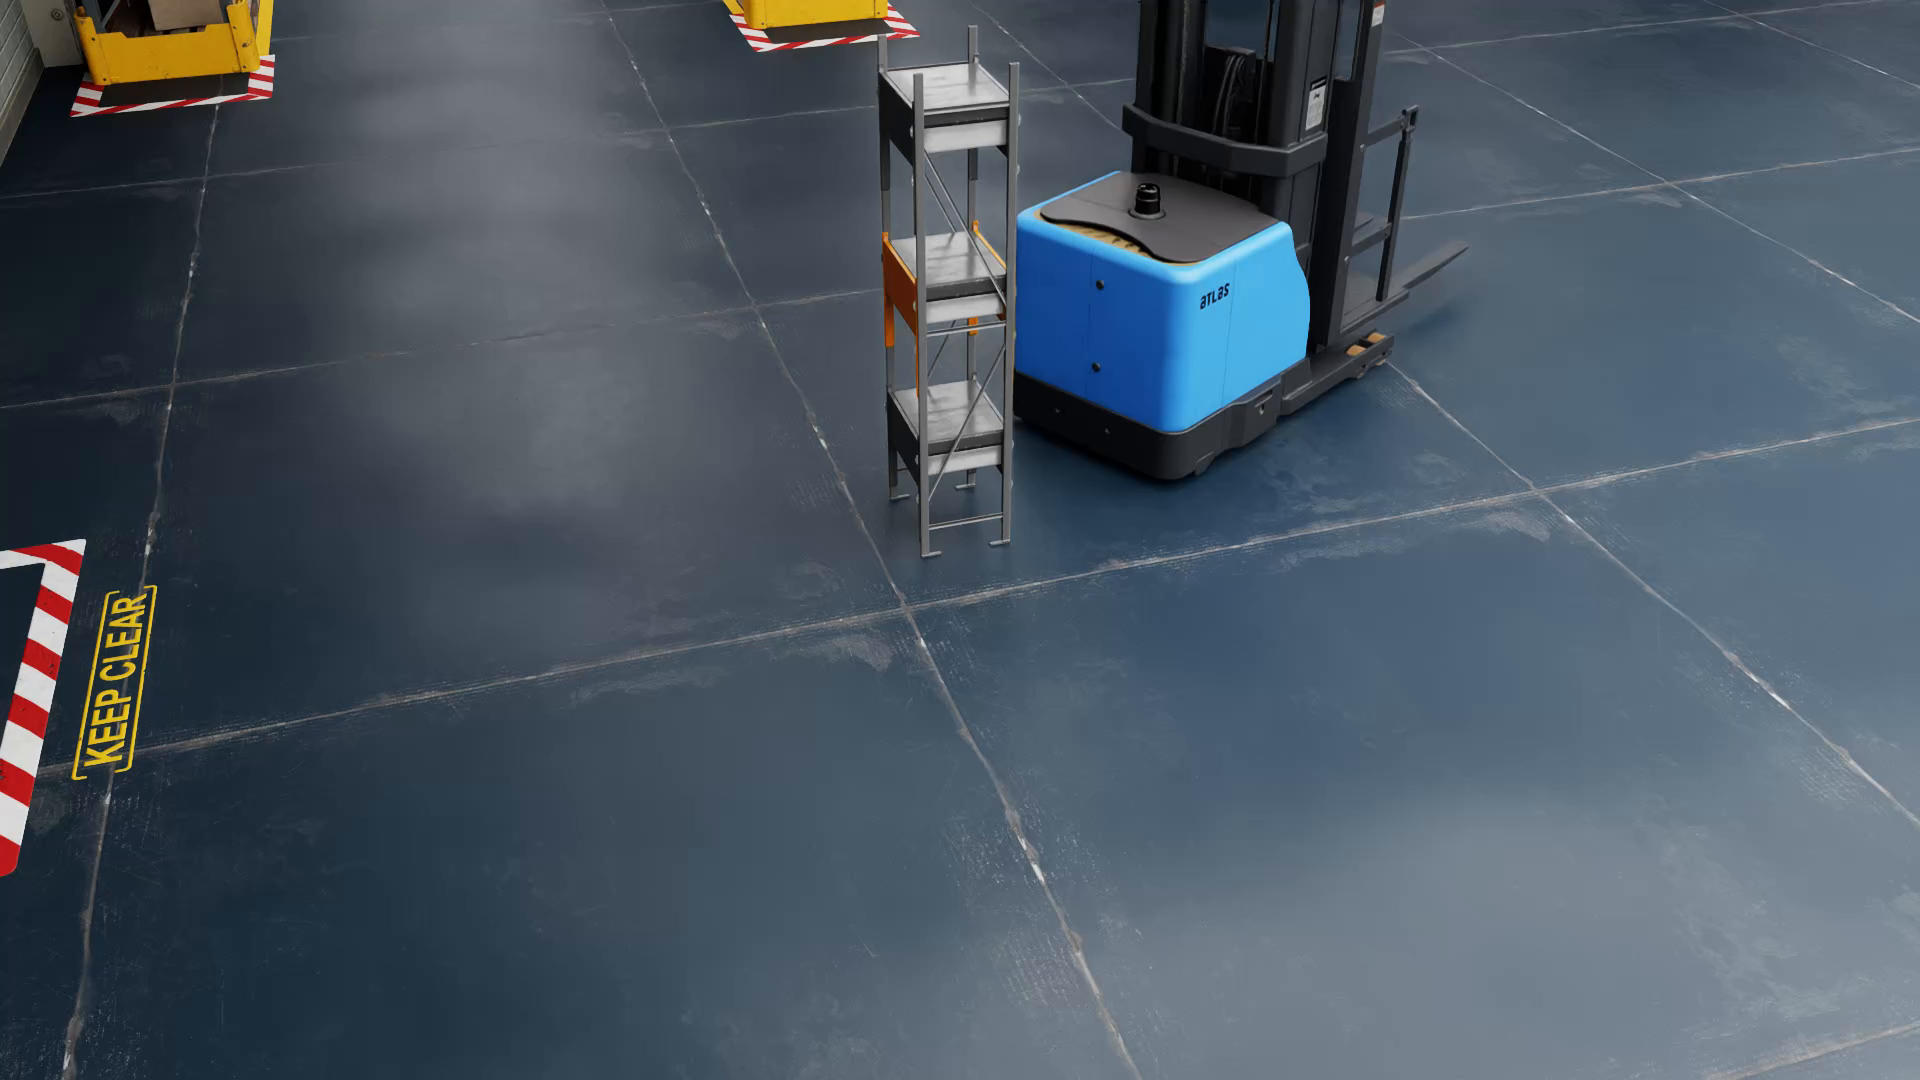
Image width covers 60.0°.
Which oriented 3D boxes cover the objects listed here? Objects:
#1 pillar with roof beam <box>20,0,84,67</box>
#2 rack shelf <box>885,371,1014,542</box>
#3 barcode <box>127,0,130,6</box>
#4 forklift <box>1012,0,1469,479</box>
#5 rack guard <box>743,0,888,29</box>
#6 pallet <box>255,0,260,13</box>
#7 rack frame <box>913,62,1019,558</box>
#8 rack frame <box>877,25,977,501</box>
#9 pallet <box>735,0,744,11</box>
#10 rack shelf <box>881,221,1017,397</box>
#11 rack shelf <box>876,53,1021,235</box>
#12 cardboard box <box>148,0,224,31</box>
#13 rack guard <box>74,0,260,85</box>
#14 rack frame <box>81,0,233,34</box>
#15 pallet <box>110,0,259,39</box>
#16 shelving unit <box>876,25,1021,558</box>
[{"bbox_3d":[-2.855,-8.221,11.528,9.100,9.000,0.400,-10,35,-15],"label":"pillar with roof beam"},{"bbox_3d":[-0.050,-0.368,7.196,0.431,0.518,0.480,-10,35,-15],"label":"rack shelf"},{"bbox_3d":[-6.430,-4.158,12.853,0.001,0.075,0.075,-10,35,-15],"label":"barcode"},{"bbox_3d":[1.598,-2.220,7.951,1.130,2.935,3.031,27,42,35],"label":"forklift"},{"bbox_3d":[-1.194,-4.551,13.684,1.175,0.500,0.348,-10,35,-15],"label":"rack guard"},{"bbox_3d":[-6.524,-4.720,14.202,1.003,0.211,1.213,-10,35,-15],"label":"pallet"},{"bbox_3d":[0.024,-0.835,6.609,0.400,2.100,0.015,-10,35,-15],"label":"rack frame"},{"bbox_3d":[-0.125,-1.091,6.997,0.400,2.100,0.015,-10,35,-15],"label":"rack frame"},{"bbox_3d":[-1.475,-4.838,14.380,1.003,0.211,1.213,-10,35,-15],"label":"pallet"},{"bbox_3d":[-0.050,-0.952,6.810,0.431,0.518,0.480,-10,35,-15],"label":"rack shelf"},{"bbox_3d":[-0.050,-1.536,6.424,0.431,0.518,0.480,-10,35,-15],"label":"rack shelf"},{"bbox_3d":[-6.043,-4.212,12.943,0.500,0.311,0.500,-14,36,-20],"label":"cardboard box"},{"bbox_3d":[-5.941,-3.769,12.500,1.175,0.500,0.348,-10,35,-15],"label":"rack guard"},{"bbox_3d":[-5.918,-4.772,11.751,1.000,3.000,0.127,-10,35,-15],"label":"rack frame"},{"bbox_3d":[-6.155,-4.081,13.234,1.003,0.211,1.213,-10,35,-15],"label":"pallet"},{"bbox_3d":[-0.050,-0.963,6.803,0.431,2.100,0.503,-10,35,-15],"label":"shelving unit"}]
